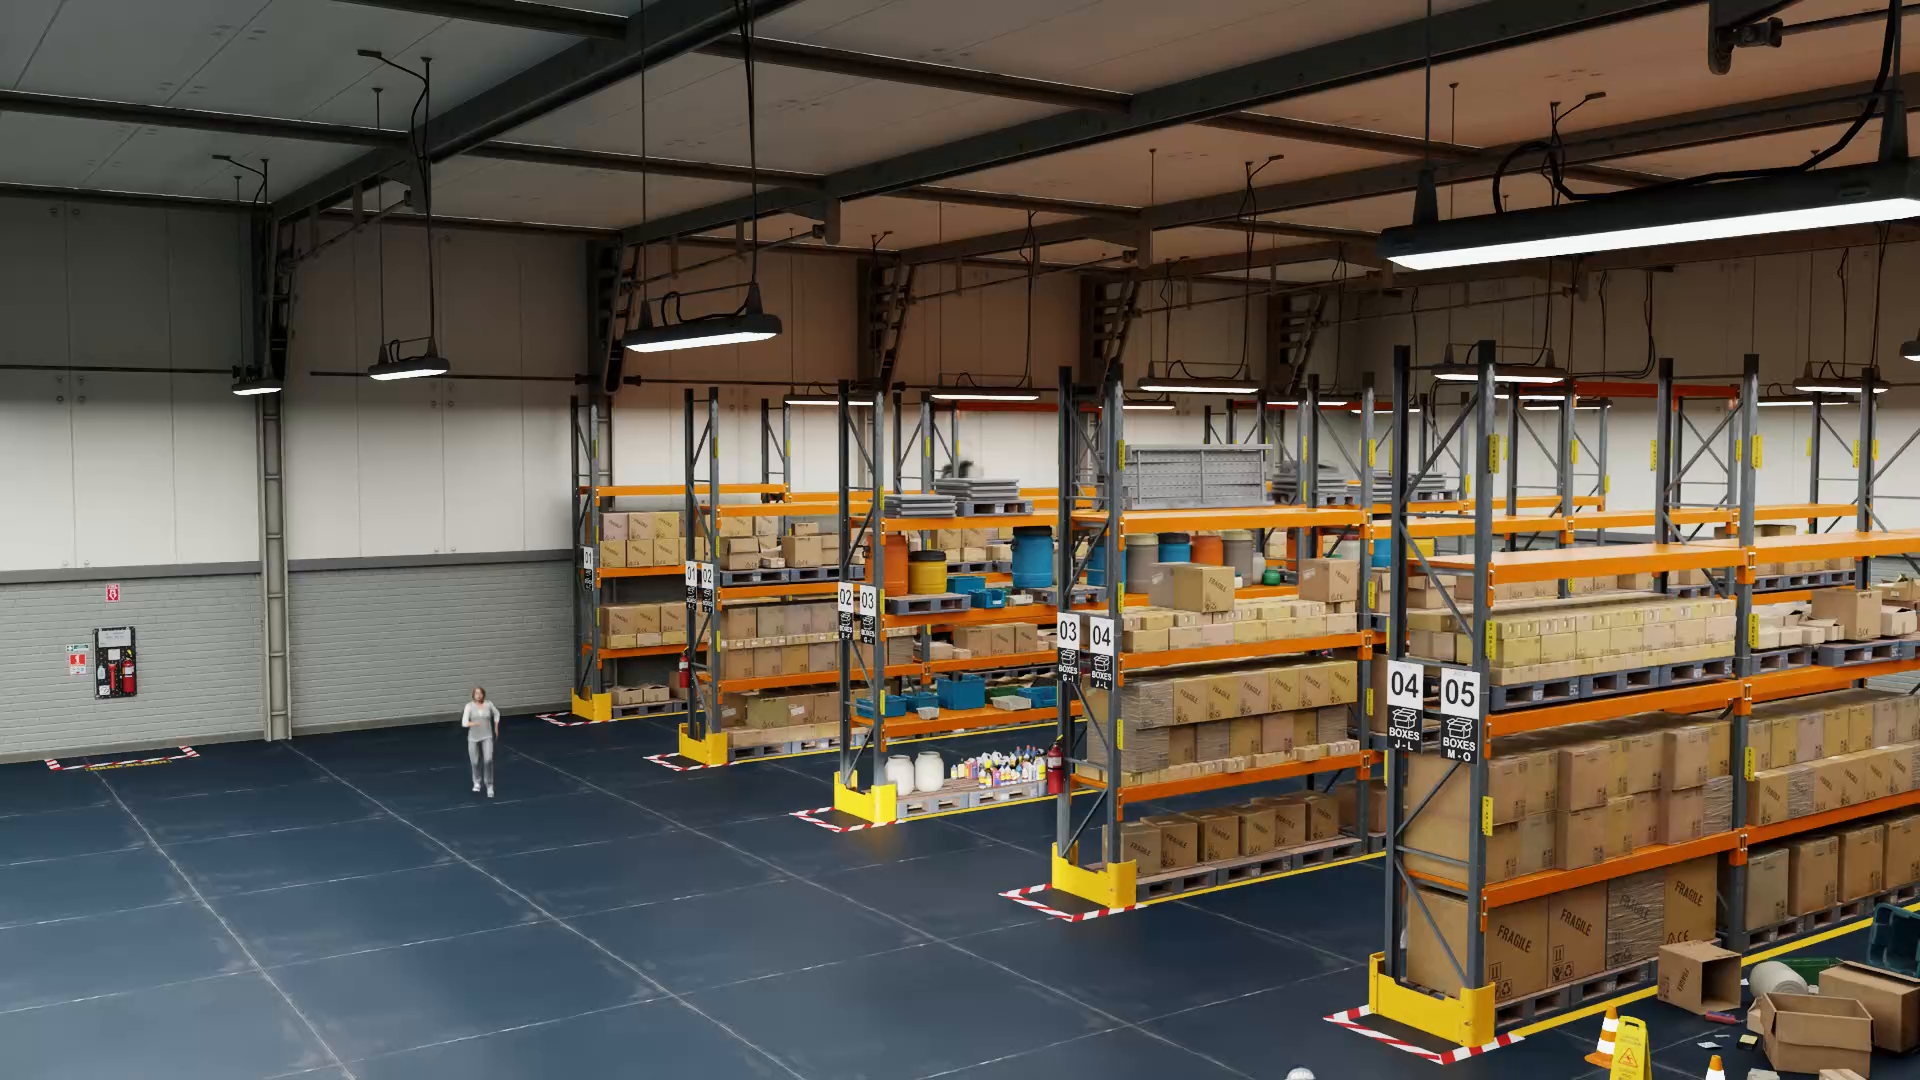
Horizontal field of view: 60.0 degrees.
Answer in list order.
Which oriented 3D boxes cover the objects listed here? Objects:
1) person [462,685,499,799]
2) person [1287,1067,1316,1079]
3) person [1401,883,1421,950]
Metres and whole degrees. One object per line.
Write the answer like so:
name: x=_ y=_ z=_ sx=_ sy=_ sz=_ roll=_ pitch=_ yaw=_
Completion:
person: x=-6.922 y=2.922 z=24.040 sx=0.520 sy=1.644 sz=0.699 roll=-1 pitch=4 yaw=-16
person: x=1.911 y=3.785 z=9.407 sx=0.588 sy=1.620 sz=0.543 roll=0 pitch=3 yaw=2
person: x=4.670 y=3.313 z=16.882 sx=0.715 sy=1.732 sz=0.588 roll=-3 pitch=5 yaw=-41
